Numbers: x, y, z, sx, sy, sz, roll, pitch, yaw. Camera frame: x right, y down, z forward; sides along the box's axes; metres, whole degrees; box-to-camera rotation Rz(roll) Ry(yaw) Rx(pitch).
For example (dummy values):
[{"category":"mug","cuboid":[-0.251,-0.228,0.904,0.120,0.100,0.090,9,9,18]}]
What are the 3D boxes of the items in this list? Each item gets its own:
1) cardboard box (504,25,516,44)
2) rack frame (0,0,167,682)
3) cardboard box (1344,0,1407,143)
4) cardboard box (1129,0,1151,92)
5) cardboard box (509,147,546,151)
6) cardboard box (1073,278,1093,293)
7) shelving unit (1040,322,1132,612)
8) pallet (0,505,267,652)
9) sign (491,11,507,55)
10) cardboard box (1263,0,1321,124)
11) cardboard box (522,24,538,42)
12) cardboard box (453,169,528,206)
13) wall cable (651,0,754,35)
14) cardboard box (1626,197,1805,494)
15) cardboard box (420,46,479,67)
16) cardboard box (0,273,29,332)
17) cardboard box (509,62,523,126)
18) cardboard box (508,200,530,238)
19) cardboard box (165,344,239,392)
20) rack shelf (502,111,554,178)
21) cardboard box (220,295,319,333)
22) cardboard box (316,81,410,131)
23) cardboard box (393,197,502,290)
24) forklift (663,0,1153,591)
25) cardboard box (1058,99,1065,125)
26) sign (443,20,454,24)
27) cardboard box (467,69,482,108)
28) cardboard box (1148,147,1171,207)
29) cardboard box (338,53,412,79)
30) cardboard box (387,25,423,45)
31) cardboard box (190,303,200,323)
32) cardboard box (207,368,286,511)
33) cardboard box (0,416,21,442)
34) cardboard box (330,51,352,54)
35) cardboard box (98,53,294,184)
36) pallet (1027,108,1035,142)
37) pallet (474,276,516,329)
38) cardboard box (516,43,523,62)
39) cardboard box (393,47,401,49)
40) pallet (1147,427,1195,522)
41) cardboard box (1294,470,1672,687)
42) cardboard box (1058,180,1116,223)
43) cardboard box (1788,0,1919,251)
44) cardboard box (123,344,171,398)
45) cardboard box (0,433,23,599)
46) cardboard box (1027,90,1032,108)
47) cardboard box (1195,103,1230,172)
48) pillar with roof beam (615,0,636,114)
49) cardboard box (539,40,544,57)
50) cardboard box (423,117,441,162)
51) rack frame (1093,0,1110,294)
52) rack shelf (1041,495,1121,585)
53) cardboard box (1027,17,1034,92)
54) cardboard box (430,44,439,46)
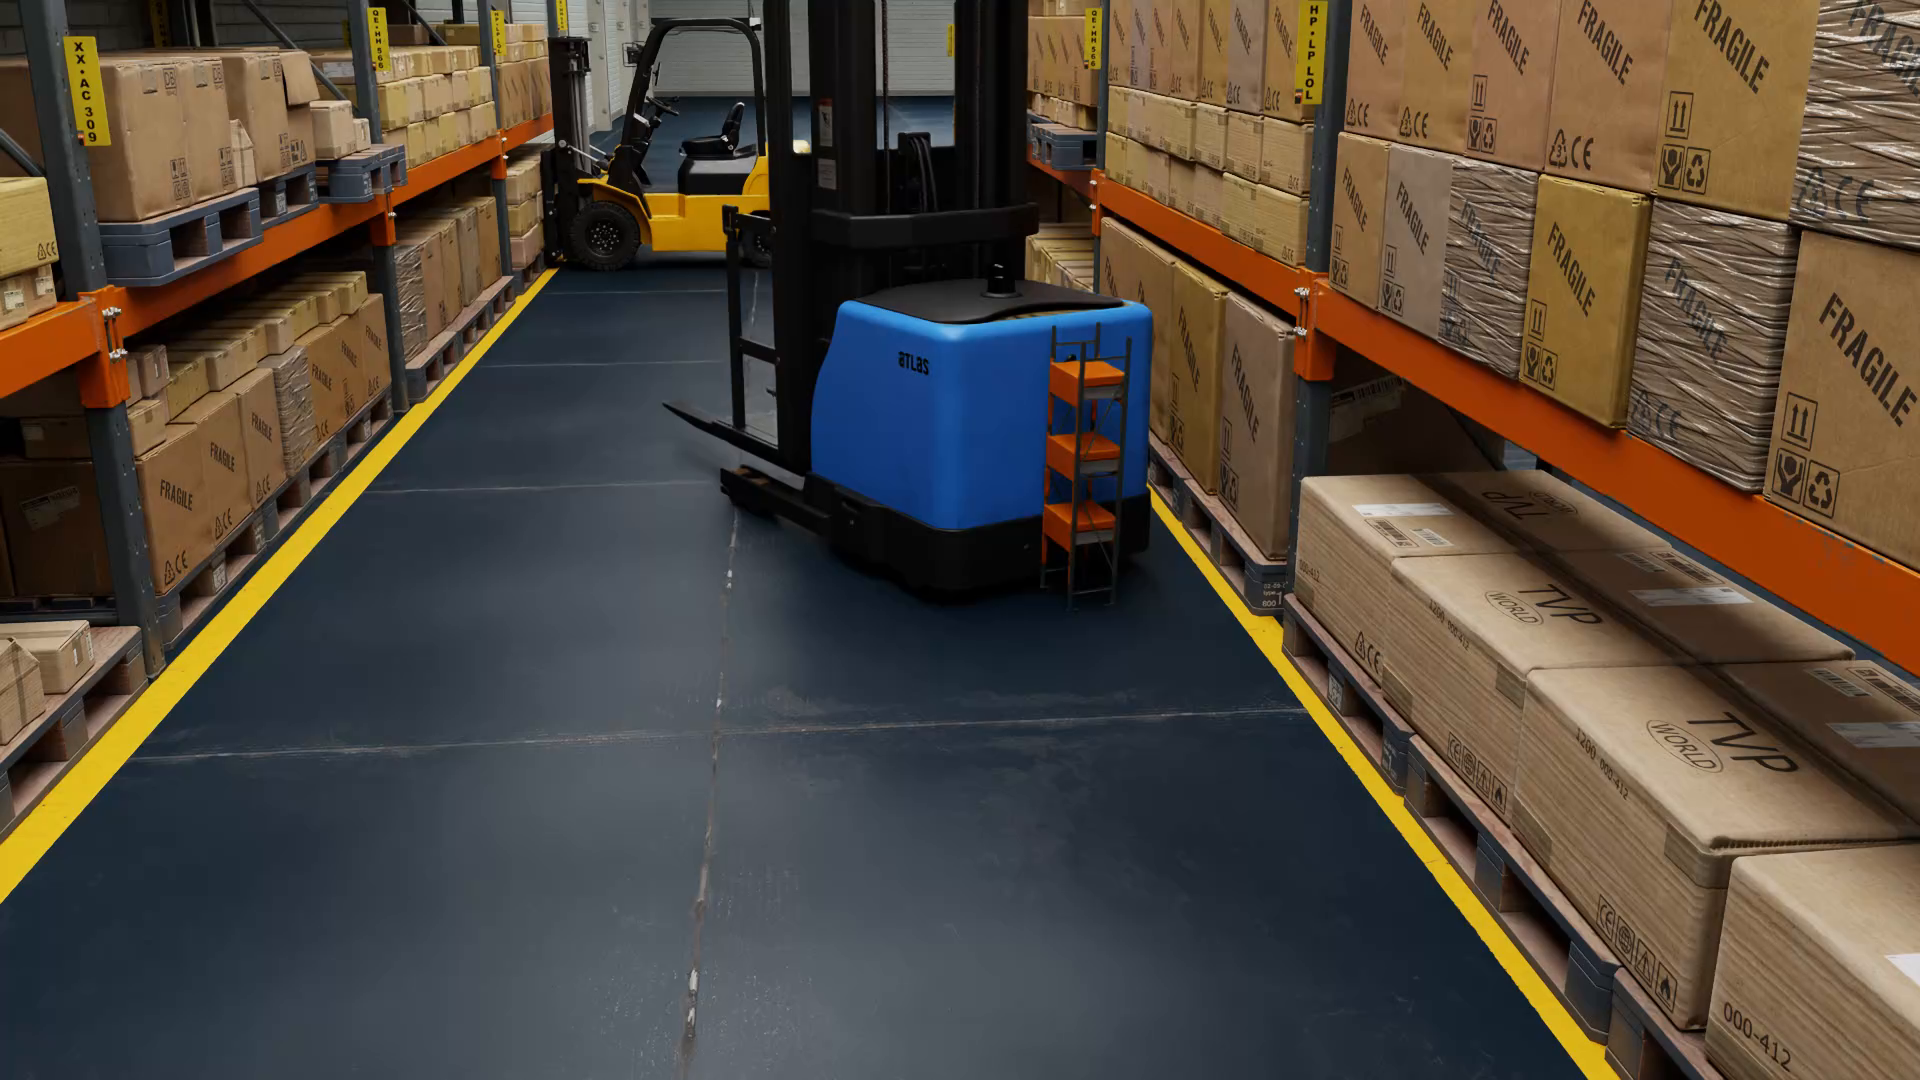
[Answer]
[{"category":"cardboard box","cuboid":[-3.879,-4.171,13.709,0.380,0.149,0.250,-1,17,-4]},{"category":"rack frame","cuboid":[-3.240,-0.954,5.207,1.000,3.000,0.127,-2,18,-6]},{"category":"cardboard box","cuboid":[1.505,-1.483,5.058,0.500,0.500,0.500,-2,18,-5]},{"category":"cardboard box","cuboid":[1.153,-2.523,8.368,0.500,0.500,0.500,-2,18,-5]},{"category":"cardboard box","cuboid":[-4.061,-3.615,15.904,0.500,0.250,0.500,-1,17,-5]},{"category":"cardboard box","cuboid":[1.236,-1.415,10.363,0.950,0.372,0.625,-3,18,-9]},{"category":"shelving unit","cuboid":[0.467,-0.272,6.265,0.215,1.050,0.252,-7,22,-22]},{"category":"pallet","cuboid":[-3.361,0.136,6.393,1.003,0.211,1.213,-2,18,-6]},{"category":"sign","cuboid":[-3.526,-3.871,12.700,0.100,0.325,0.005,-2,18,-6]},{"category":"cardboard box","cuboid":[1.401,-1.758,5.933,0.500,0.500,0.500,-1,17,-4]},{"category":"cardboard box","cuboid":[-4.000,-4.551,14.918,0.380,0.149,0.250,-1,17,-5]},{"category":"cardboard box","cuboid":[-3.803,-2.856,13.488,0.500,0.250,0.500,-2,18,-6]},{"category":"wall cable","cuboid":[-7.385,-15.531,46.808,3.097,2.526,0.112,-2,18,-6]},{"category":"cardboard box","cuboid":[1.697,-0.403,3.284,0.500,0.500,0.500,-1,17,-4]},{"category":"cardboard box","cuboid":[-3.809,-3.599,12.384,0.380,0.149,0.250,-1,17,-4]},{"category":"cardboard box","cuboid":[-2.907,-0.670,4.722,0.380,0.149,0.250,-1,17,-4]},{"category":"cardboard box","cuboid":[-3.921,-3.680,13.723,0.500,0.500,0.500,-1,17,-5]},{"category":"cardboard box","cuboid":[-3.808,-2.618,13.562,0.500,0.250,0.500,-2,18,-6]},{"category":"cardboard box","cuboid":[-3.186,-0.699,6.785,0.380,0.149,0.250,-2,18,-6]},{"category":"rack shelf","cuboid":[-4.271,-3.590,14.805,1.077,0.370,4.000,-2,18,-6]},{"category":"cardboard box","cuboid":[-3.325,-1.083,8.008,0.380,0.149,0.250,-1,17,-4]},{"category":"cardboard box","cuboid":[-3.430,-2.453,9.398,0.500,0.250,0.500,-2,18,-6]},{"category":"cardboard box","cuboid":[-4.000,-2.249,12.598,0.875,0.625,0.625,-1,17,-3]},{"category":"forklift","cuboid":[-0.453,-1.588,7.343,1.130,2.935,3.031,-11,21,-32]},{"category":"cardboard box","cuboid":[0.828,-2.697,10.479,0.380,0.149,0.250,-3,18,-8]},{"category":"sign","cuboid":[-5.030,-4.964,16.404,0.100,0.325,0.005,-2,18,-6]},{"category":"cardboard box","cuboid":[-3.700,-3.213,11.818,0.500,0.250,0.500,-2,18,-7]},{"category":"cardboard box","cuboid":[1.204,-1.766,8.044,0.500,0.250,0.500,-1,17,-4]},{"category":"cardboard box","cuboid":[-3.513,-2.839,9.963,0.380,0.149,0.250,-2,17,-5]},{"category":"cardboard box","cuboid":[-4.398,-3.922,12.915,0.380,0.149,0.250,-2,18,-6]},{"category":"cardboard box","cuboid":[-3.867,-1.062,7.942,0.380,0.149,0.250,-3,18,-8]},{"category":"cardboard box","cuboid":[-3.178,-0.420,6.978,0.500,0.500,0.500,-2,18,-7]},{"category":"cardboard box","cuboid":[-3.597,-0.450,5.991,0.380,0.149,0.250,-2,18,-6]},{"category":"cardboard box","cuboid":[-4.065,-3.050,10.635,0.380,0.149,0.250,-1,17,-4]},{"category":"cardboard box","cuboid":[-3.202,-1.741,6.846,0.700,0.500,0.500,-2,18,-6]},{"category":"pallet","cuboid":[0.806,-3.168,12.580,1.003,0.211,1.213,-2,18,-6]},{"category":"pallet","cuboid":[-3.950,-1.788,12.521,1.003,0.211,1.213,-2,18,-6]},{"category":"cardboard box","cuboid":[-3.896,-4.105,13.996,0.380,0.149,0.250,-2,18,-6]},{"category":"cardboard box","cuboid":[-4.267,-3.501,12.072,0.380,0.149,0.250,-2,18,-7]},{"category":"pallet","cuboid":[1.413,-0.370,8.002,1.003,0.211,1.213,-2,18,-6]},{"category":"cardboard box","cuboid":[1.655,0.104,5.413,0.875,0.438,0.875,-2,18,-6]},{"category":"cardboard box","cuboid":[1.080,-2.922,14.114,0.500,0.500,0.500,-1,17,-3]},{"category":"cardboard box","cuboid":[1.740,-0.732,2.665,0.500,0.500,0.500,-2,18,-5]},{"category":"cardboard box","cuboid":[-3.087,-0.604,5.985,0.380,0.149,0.250,-3,18,-8]},{"category":"cardboard box","cuboid":[-3.585,-0.099,5.955,0.500,0.500,0.500,-2,18,-6]},{"category":"cardboard box","cuboid":[0.632,-3.323,12.472,0.380,0.149,0.250,-1,17,-5]},{"category":"cardboard box","cuboid":[1.291,-1.702,7.005,0.500,0.250,0.500,-1,17,-4]},{"category":"pillar with roof beam","cuboid":[-3.495,-14.439,38.146,9.100,9.000,0.400,-2,18,-6]},{"category":"cardboard box","cuboid":[-4.141,-4.637,15.689,0.380,0.149,0.250,-1,17,-5]},{"category":"cardboard box","cuboid":[-3.562,-2.517,10.436,0.500,0.250,0.500,-2,18,-7]},{"category":"rack frame","cuboid":[1.284,-2.300,9.495,1.000,3.000,0.127,-2,18,-6]},{"category":"rack shelf","cuboid":[0.460,-0.002,6.367,0.215,0.259,0.240,-7,22,-22]},{"category":"cardboard box","cuboid":[0.725,-3.436,11.749,0.500,0.500,0.500,-2,18,-6]},{"category":"cardboard box","cuboid":[-4.433,-3.935,13.452,0.380,0.149,0.250,-1,17,-4]}]
